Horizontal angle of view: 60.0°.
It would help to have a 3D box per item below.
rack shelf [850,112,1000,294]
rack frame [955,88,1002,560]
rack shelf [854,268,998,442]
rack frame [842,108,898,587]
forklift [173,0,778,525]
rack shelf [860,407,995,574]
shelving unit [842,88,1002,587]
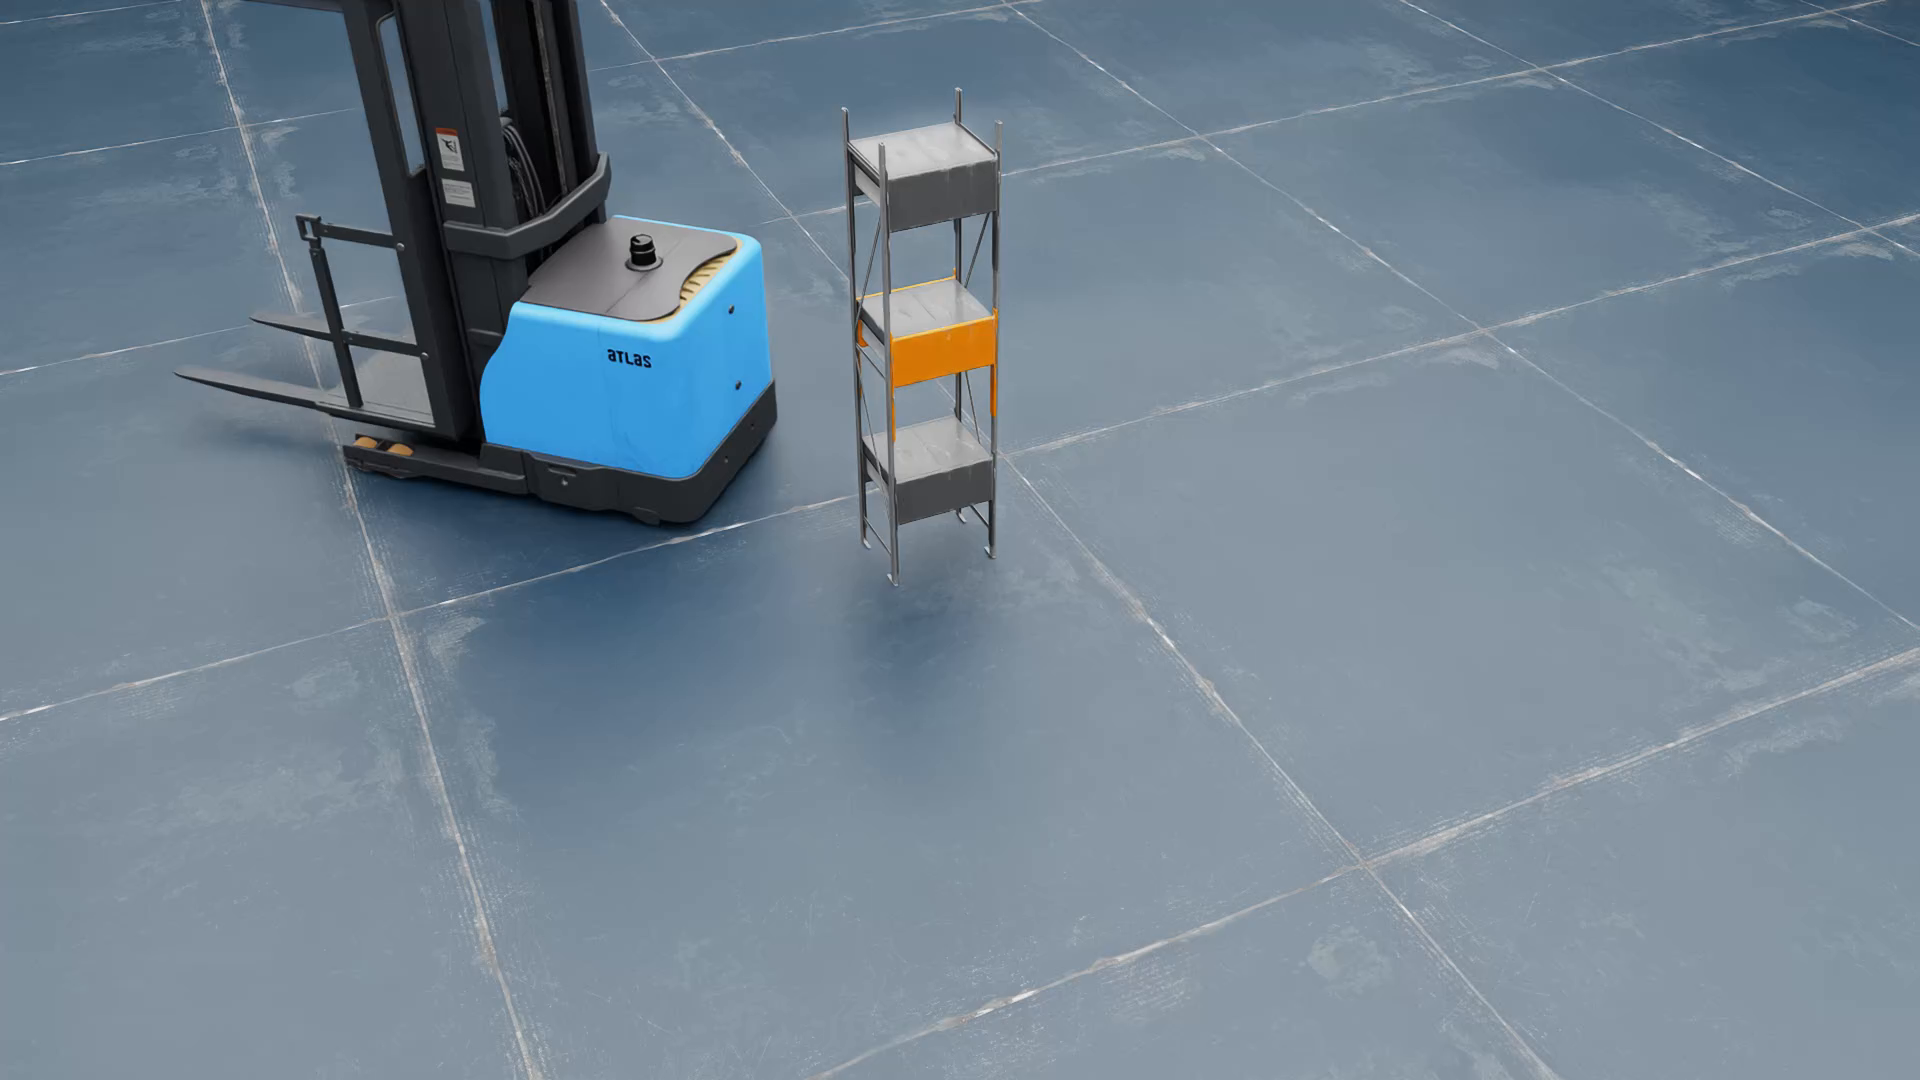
[{"bbox_3d":[-0.150,-1.353,6.659,0.480,0.518,0.431,-16,39,-20],"label":"rack shelf"},{"bbox_3d":[0.071,-0.863,7.151,0.015,2.100,0.400,-16,39,-20],"label":"rack frame"},{"bbox_3d":[-0.150,-0.790,7.076,0.480,0.518,0.431,-16,39,-20],"label":"rack shelf"},{"bbox_3d":[-0.371,-0.740,6.985,0.015,2.100,0.400,-16,39,-20],"label":"rack frame"},{"bbox_3d":[-2.502,-1.764,7.668,3.031,2.935,1.130,11,38,15],"label":"forklift"},{"bbox_3d":[-0.150,-0.228,7.493,0.480,0.518,0.431,-16,39,-20],"label":"rack shelf"},{"bbox_3d":[-0.150,-0.801,7.068,0.503,2.100,0.431,-16,39,-20],"label":"shelving unit"}]
